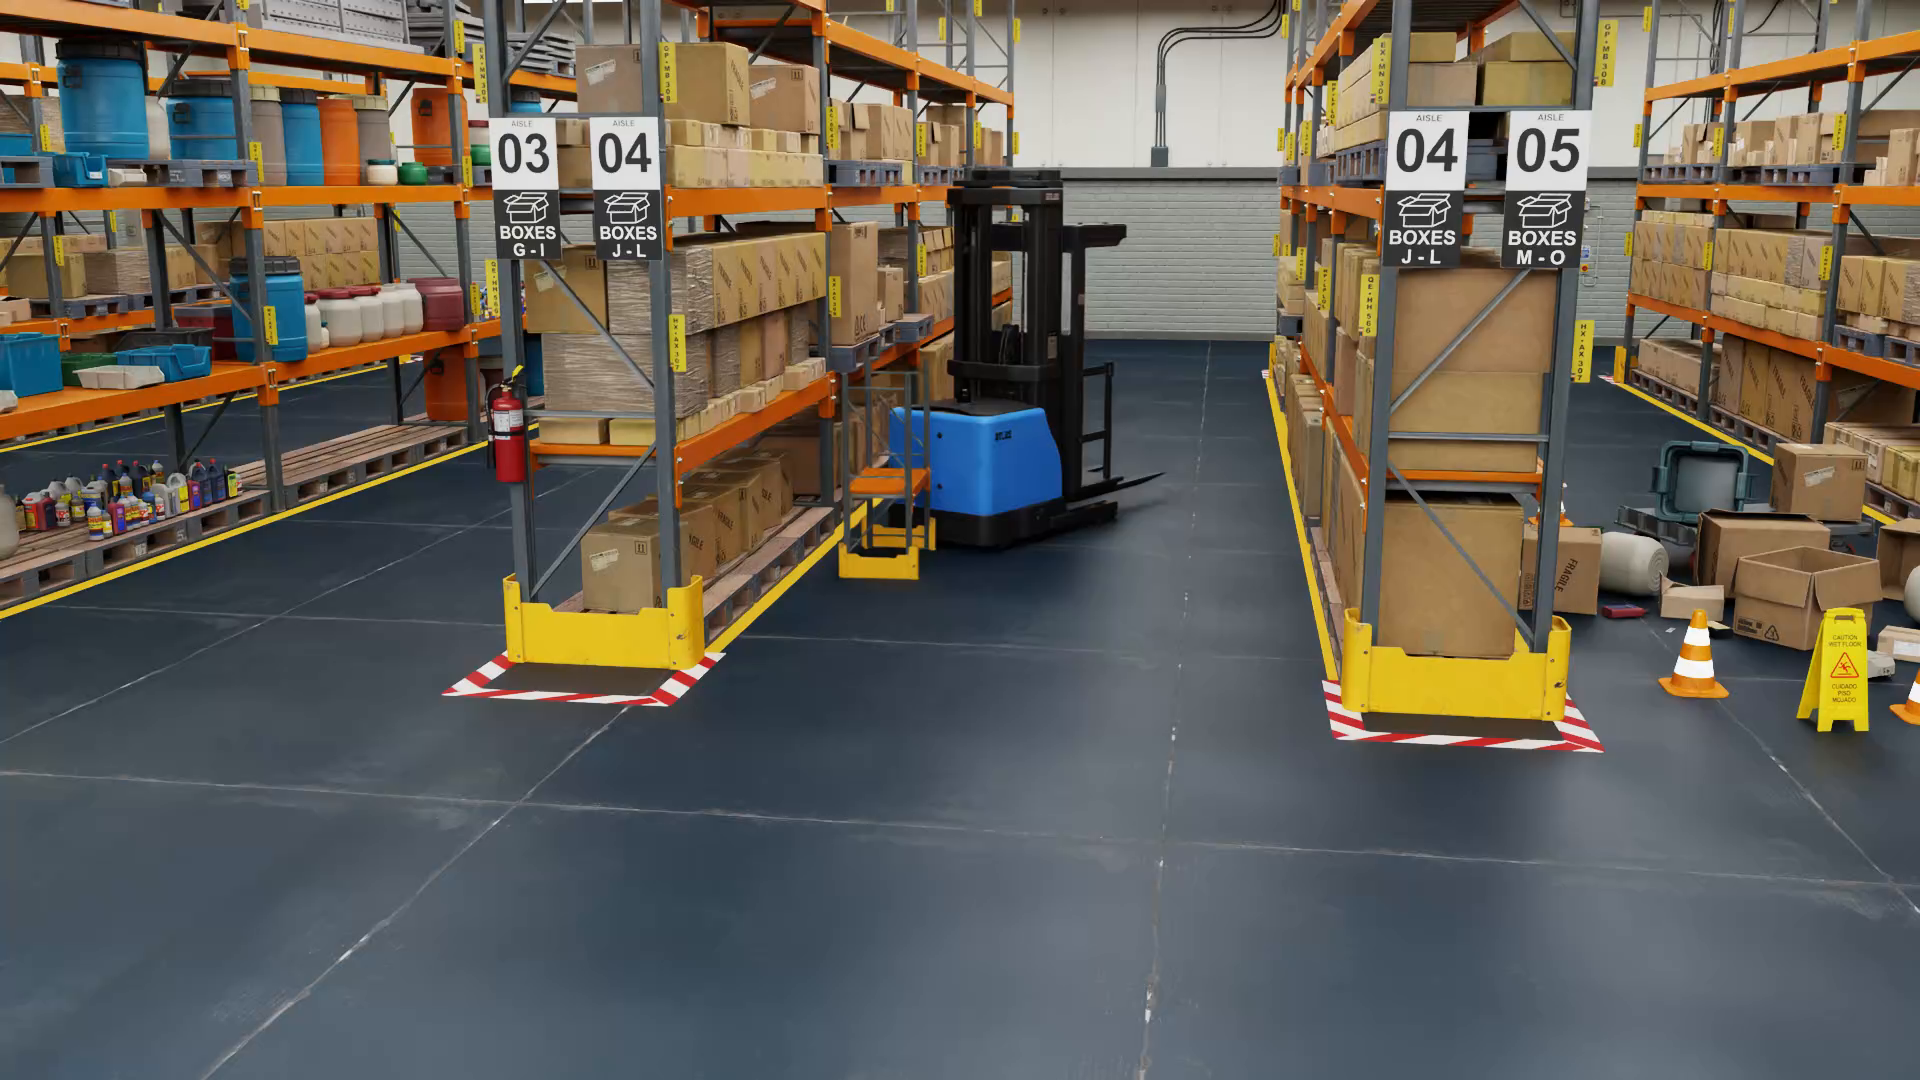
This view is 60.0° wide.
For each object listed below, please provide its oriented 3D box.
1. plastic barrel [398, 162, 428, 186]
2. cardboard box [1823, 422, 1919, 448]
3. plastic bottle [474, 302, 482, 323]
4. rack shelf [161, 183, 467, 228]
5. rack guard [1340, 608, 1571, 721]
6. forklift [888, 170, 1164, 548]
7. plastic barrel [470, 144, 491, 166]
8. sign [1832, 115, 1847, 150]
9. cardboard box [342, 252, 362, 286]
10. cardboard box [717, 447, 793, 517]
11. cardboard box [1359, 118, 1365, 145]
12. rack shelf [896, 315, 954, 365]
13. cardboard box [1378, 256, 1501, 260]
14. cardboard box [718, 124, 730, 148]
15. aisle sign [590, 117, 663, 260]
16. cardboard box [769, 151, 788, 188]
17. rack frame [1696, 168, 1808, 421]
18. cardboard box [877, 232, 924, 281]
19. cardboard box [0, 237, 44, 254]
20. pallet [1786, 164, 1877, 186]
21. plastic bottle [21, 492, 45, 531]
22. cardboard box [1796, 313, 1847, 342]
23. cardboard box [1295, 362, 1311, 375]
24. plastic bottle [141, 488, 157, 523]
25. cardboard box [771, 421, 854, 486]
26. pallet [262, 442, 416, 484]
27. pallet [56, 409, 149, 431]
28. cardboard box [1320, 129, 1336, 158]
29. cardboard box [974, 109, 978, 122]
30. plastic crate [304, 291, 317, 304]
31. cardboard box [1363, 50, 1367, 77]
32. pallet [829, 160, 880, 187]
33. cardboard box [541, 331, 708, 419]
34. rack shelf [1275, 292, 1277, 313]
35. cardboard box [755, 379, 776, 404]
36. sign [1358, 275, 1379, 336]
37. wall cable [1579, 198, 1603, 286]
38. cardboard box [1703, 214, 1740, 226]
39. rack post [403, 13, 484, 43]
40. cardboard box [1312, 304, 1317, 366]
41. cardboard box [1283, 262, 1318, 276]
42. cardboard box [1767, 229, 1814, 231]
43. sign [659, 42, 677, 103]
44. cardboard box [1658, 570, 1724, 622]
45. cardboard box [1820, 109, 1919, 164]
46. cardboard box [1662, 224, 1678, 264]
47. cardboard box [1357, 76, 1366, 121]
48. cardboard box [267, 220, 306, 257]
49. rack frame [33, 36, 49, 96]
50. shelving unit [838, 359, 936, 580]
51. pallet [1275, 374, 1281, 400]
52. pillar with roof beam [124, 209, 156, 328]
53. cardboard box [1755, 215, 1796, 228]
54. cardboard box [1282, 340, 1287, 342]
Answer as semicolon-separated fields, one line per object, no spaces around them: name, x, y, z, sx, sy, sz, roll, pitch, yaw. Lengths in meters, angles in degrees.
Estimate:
plastic barrel;-5.819;-3.893;17.686;0.294;0.245;0.294;0;12;0
cardboard box;8.758;-0.877;15.685;0.950;0.372;0.625;1;12;5
plastic bottle;-5.446;-2.574;18.614;0.152;0.276;0.135;2;12;9
rack shelf;-6.139;-3.254;16.059;1.077;0.370;4.000;2;12;9
rack guard;2.714;0.679;9.156;1.175;0.500;0.348;2;12;9
forklift;0.702;-1.624;14.072;1.130;2.935;3.031;9;15;36
plastic barrel;-5.442;-4.364;18.876;0.294;0.245;0.294;0;12;0
sign;8.307;-3.851;15.709;0.100;0.325;0.005;2;12;9
cardboard box;-9.454;-4.117;25.240;0.500;0.500;0.500;2;12;9
cardboard box;-1.654;-0.464;13.462;0.500;0.500;0.500;1;12;7
cardboard box;2.590;-2.438;9.927;0.380;0.149;0.250;2;12;8
rack shelf;-0.630;-2.460;19.494;1.077;0.370;4.000;2;12;9
cardboard box;3.026;-1.455;10.205;0.875;0.550;0.550;2;12;9
cardboard box;-1.691;-2.580;10.633;0.380;0.149;0.250;2;12;9
aisle sign;-1.881;-1.978;9.381;0.394;0.787;0.004;2;12;9
cardboard box;-1.529;-2.637;11.847;0.500;0.250;0.500;2;12;8
rack frame;9.469;-2.907;19.861;1.000;3.000;0.127;2;12;9
cardboard box;-0.809;-3.086;18.074;0.797;0.503;0.637;2;12;11
cardboard box;-14.686;-4.272;25.483;0.980;0.700;0.700;1;12;6
pallet;8.901;-3.584;16.331;1.213;0.211;1.003;2;12;11
plastic bottle;-7.147;-0.222;12.824;0.152;0.276;0.135;2;12;9
cardboard box;8.676;-2.114;16.540;0.500;0.250;0.500;1;12;7
cardboard box;3.794;-1.714;17.484;0.500;0.250;0.500;2;12;7
plastic bottle;-6.376;-0.273;13.073;0.097;0.271;0.097;0;12;0
cardboard box;-1.345;-0.781;14.888;0.700;0.500;0.500;2;12;8
pallet;-6.179;-0.779;16.608;1.003;0.211;1.213;2;12;9
pallet;-10.573;-1.508;19.989;1.003;0.211;1.213;2;12;9
cardboard box;3.542;-3.613;15.138;0.500;0.250;0.500;2;12;10
cardboard box;-0.028;-5.776;22.804;0.500;0.250;0.500;1;12;7
plastic crate;-6.383;-2.260;16.710;0.402;0.464;0.583;2;12;9
cardboard box;2.591;-2.828;9.844;0.380;0.149;0.250;2;12;9
pallet;-1.353;-3.062;13.907;1.213;0.211;1.003;2;12;9
cardboard box;-2.056;-1.038;10.245;0.875;0.500;0.500;2;12;9
rack shelf;4.870;-3.111;22.515;1.077;0.370;4.000;2;12;9
cardboard box;-1.541;-1.074;11.951;0.380;0.149;0.250;2;12;9
sign;2.183;-1.250;8.864;0.100;0.325;0.005;2;12;9
wall cable;10.929;-5.426;29.064;0.585;1.953;0.123;2;12;9
cardboard box;9.398;-3.939;20.499;0.380;0.149;0.250;2;12;9
rack post;-5.761;-5.603;18.313;0.954;0.300;0.937;2;12;9
cardboard box;3.304;-1.757;14.290;0.500;0.500;0.500;2;12;9
cardboard box;3.812;-3.027;18.605;0.380;0.149;0.250;2;12;10
cardboard box;9.649;-3.343;19.275;0.500;0.500;0.500;2;12;10
sign;-1.632;-2.606;9.270;0.100;0.325;0.005;2;12;9
cardboard box;4.888;0.373;11.131;0.396;0.266;0.258;4;13;18
cardboard box;8.763;-3.879;16.013;0.797;0.503;0.637;1;12;5
cardboard box;9.510;-3.867;21.707;0.500;0.500;0.500;2;12;9
cardboard box;2.672;-2.660;10.012;0.500;0.250;0.500;2;12;8
cardboard box;-9.681;-4.284;23.639;0.500;0.500;0.500;1;12;7
rack frame;-14.391;-7.475;26.816;1.000;3.000;0.127;2;12;9
shelving unit;-0.541;-0.560;12.533;0.587;1.500;1.083;1;12;6
pallet;4.816;-2.078;22.637;1.003;0.211;1.213;2;12;9
pillar with roof beam;-10.576;-7.925;28.907;9.100;9.000;0.400;2;12;9
cardboard box;9.774;-3.819;19.942;0.380;0.149;0.250;2;12;8
cardboard box;4.716;-2.719;23.349;0.380;0.149;0.250;1;12;6
